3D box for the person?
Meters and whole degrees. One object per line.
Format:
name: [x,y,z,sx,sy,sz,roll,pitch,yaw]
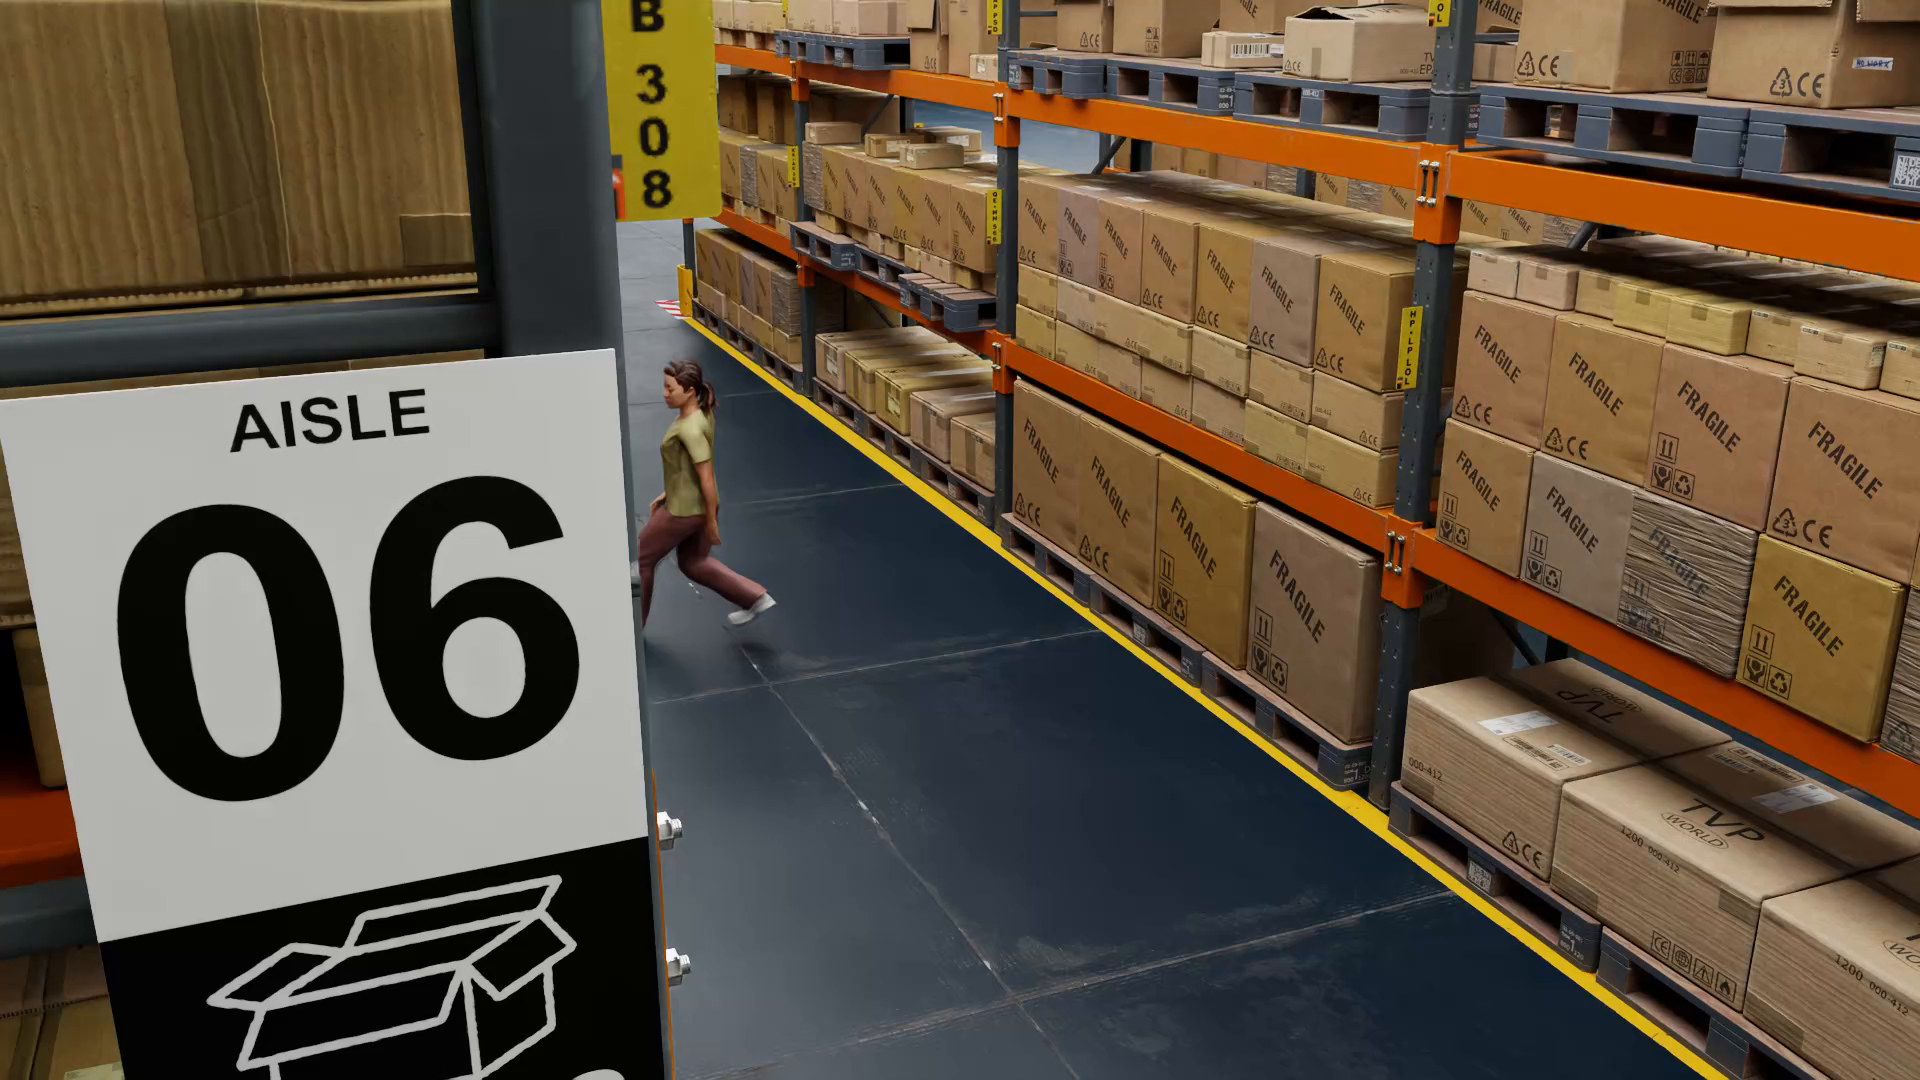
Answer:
person: [-1.513,-0.198,8.792,1.042,1.572,0.425,3,19,8]
